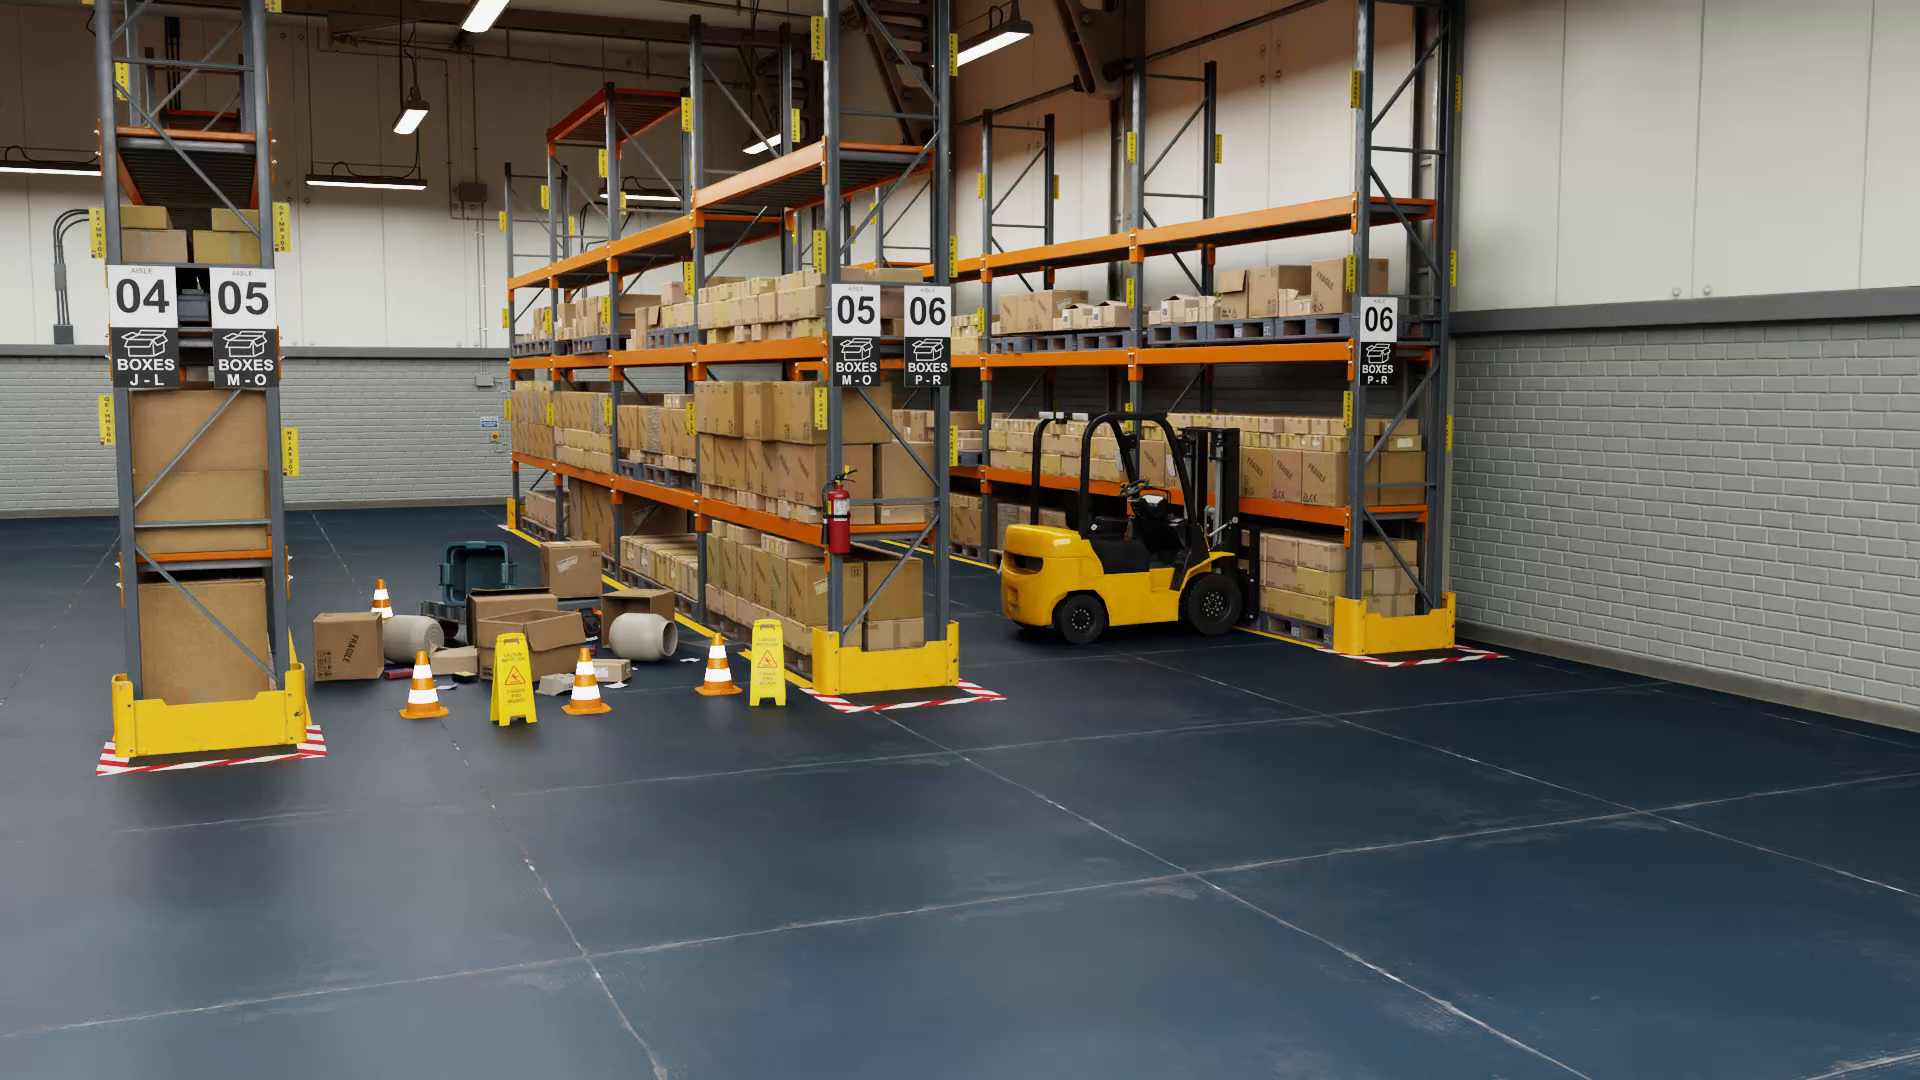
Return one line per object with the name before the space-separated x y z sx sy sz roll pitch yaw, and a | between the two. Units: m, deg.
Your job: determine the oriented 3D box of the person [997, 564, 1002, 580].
person | 0.785 0.358 17.665 0.801 0.834 0.481 -2 6 -24
